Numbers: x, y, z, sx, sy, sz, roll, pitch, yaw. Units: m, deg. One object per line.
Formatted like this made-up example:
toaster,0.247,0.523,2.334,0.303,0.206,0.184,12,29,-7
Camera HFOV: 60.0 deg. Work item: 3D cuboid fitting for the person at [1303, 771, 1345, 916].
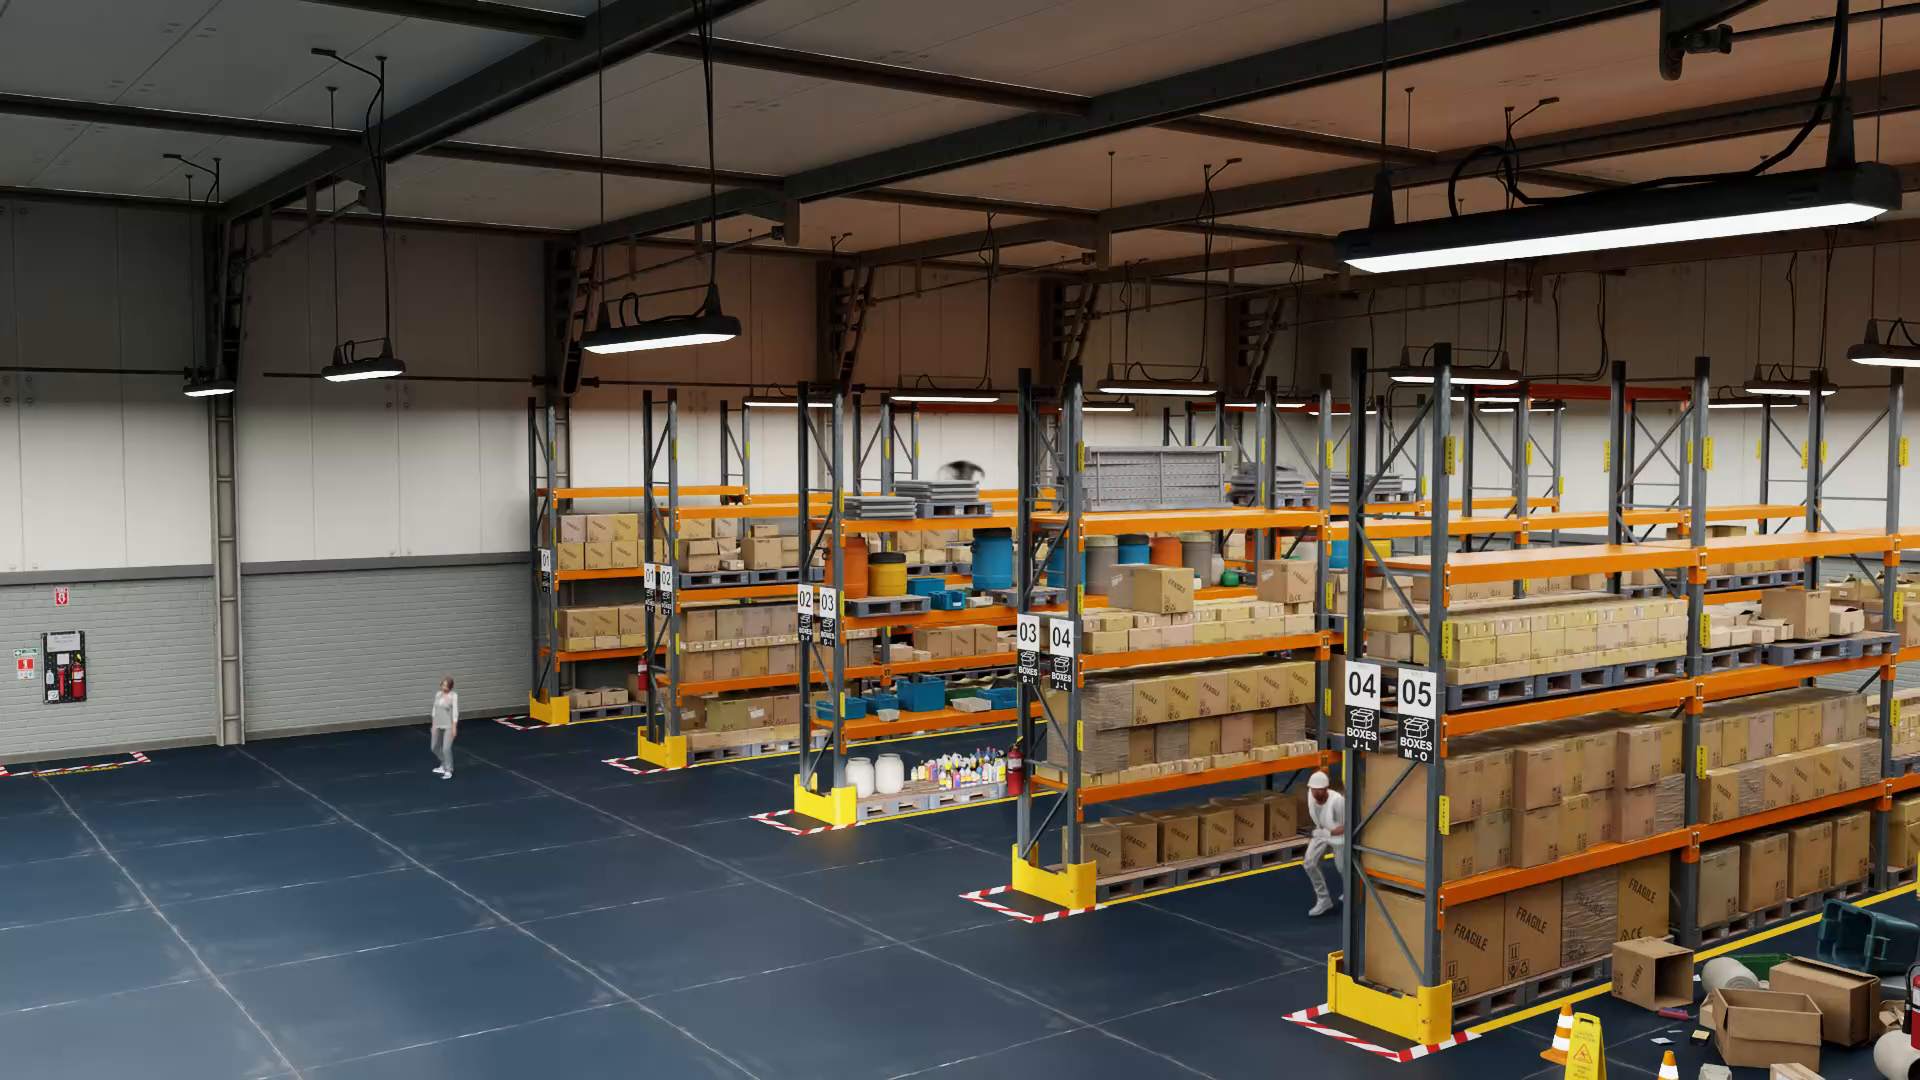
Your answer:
person,4.085,3.267,18.178,1.123,1.589,0.704,-3,5,-44

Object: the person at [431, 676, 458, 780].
person,-7.903,2.867,25.514,0.529,1.582,0.442,1,3,15
